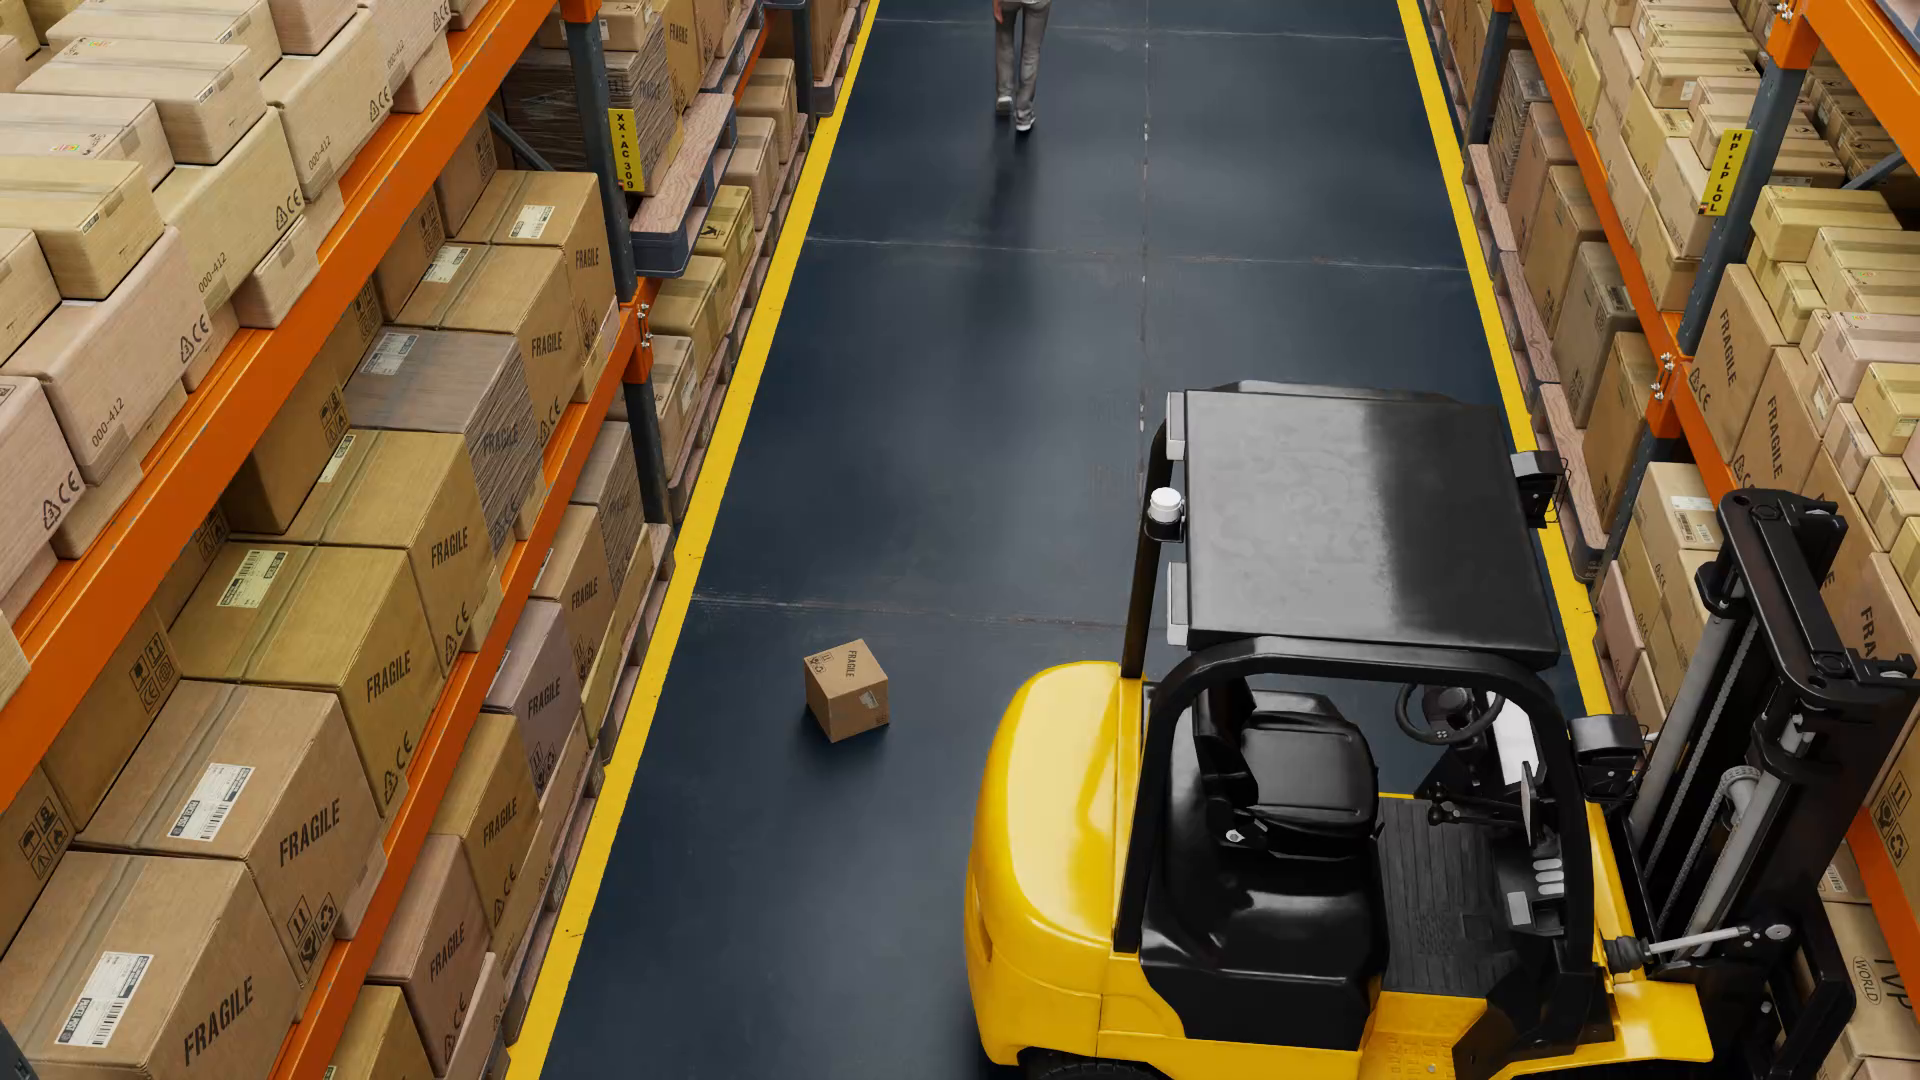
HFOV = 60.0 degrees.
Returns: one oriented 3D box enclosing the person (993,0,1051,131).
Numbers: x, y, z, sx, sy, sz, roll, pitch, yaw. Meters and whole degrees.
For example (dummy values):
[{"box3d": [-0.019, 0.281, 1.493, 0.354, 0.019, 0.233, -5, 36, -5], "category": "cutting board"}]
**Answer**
[{"box3d": [0.380, -3.250, 9.981, 0.414, 1.634, 0.578, 3, 41, 4], "category": "person"}]
